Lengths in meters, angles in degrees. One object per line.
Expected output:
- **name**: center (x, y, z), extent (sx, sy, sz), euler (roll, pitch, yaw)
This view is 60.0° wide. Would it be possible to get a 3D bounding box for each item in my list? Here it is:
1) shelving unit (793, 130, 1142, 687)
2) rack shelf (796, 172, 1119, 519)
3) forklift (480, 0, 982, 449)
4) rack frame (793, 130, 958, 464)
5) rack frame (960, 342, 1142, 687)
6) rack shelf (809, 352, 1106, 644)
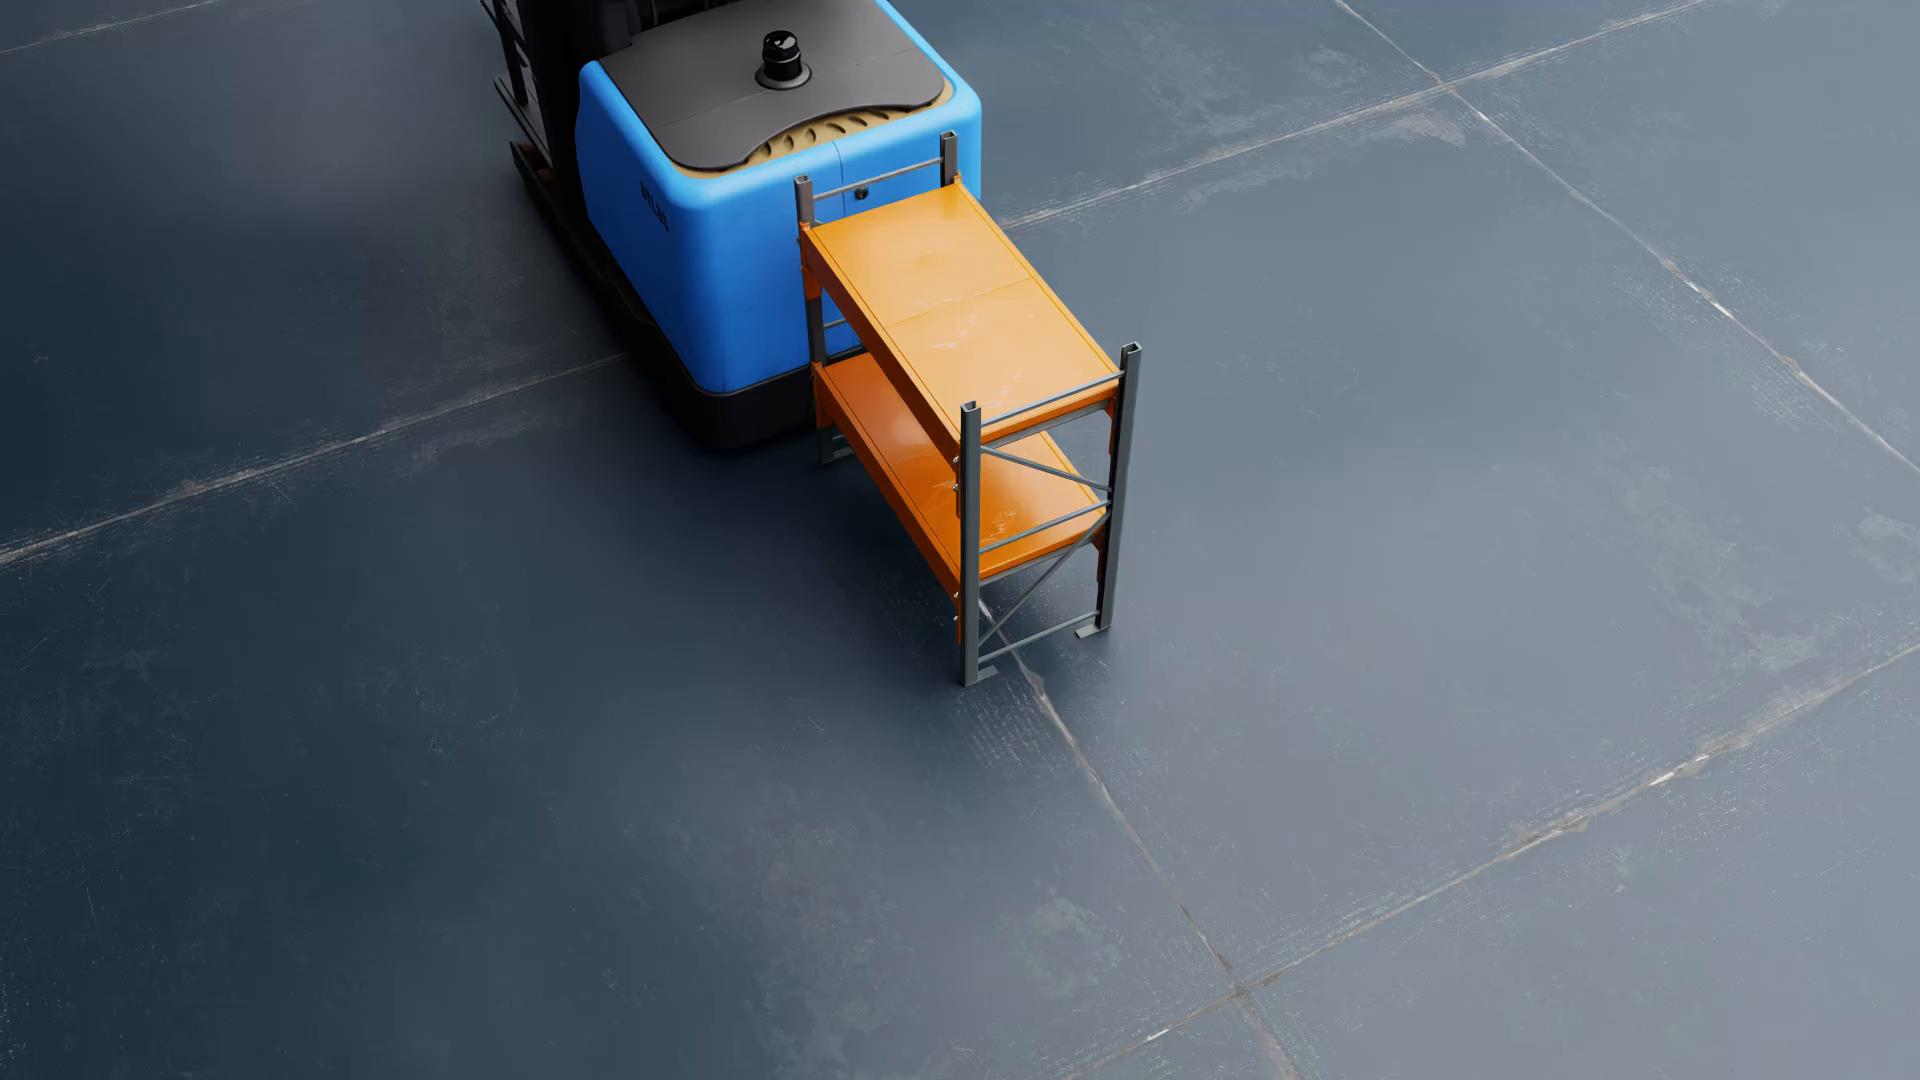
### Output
- **shelving unit**: center (-0.003, -0.375, 4.831), extent (0.538, 1.125, 1.048), euler (-21, 52, -18)
- **rack shelf**: center (-0.003, -0.568, 4.610), extent (0.538, 0.278, 1.000), euler (-21, 52, -18)
- **forklift**: center (-1.073, -2.372, 5.378), extent (1.130, 2.935, 3.031), euler (-23, 53, -19)
- **rack frame**: center (-0.236, -0.715, 5.128), extent (0.500, 1.125, 0.032), euler (-21, 52, -18)
- **rack frame**: center (0.230, -0.035, 4.533), extent (0.500, 1.125, 0.032), euler (-21, 52, -18)
- **rack shelf**: center (-0.003, -0.214, 5.015), extent (0.538, 0.278, 1.000), euler (-21, 52, -18)
